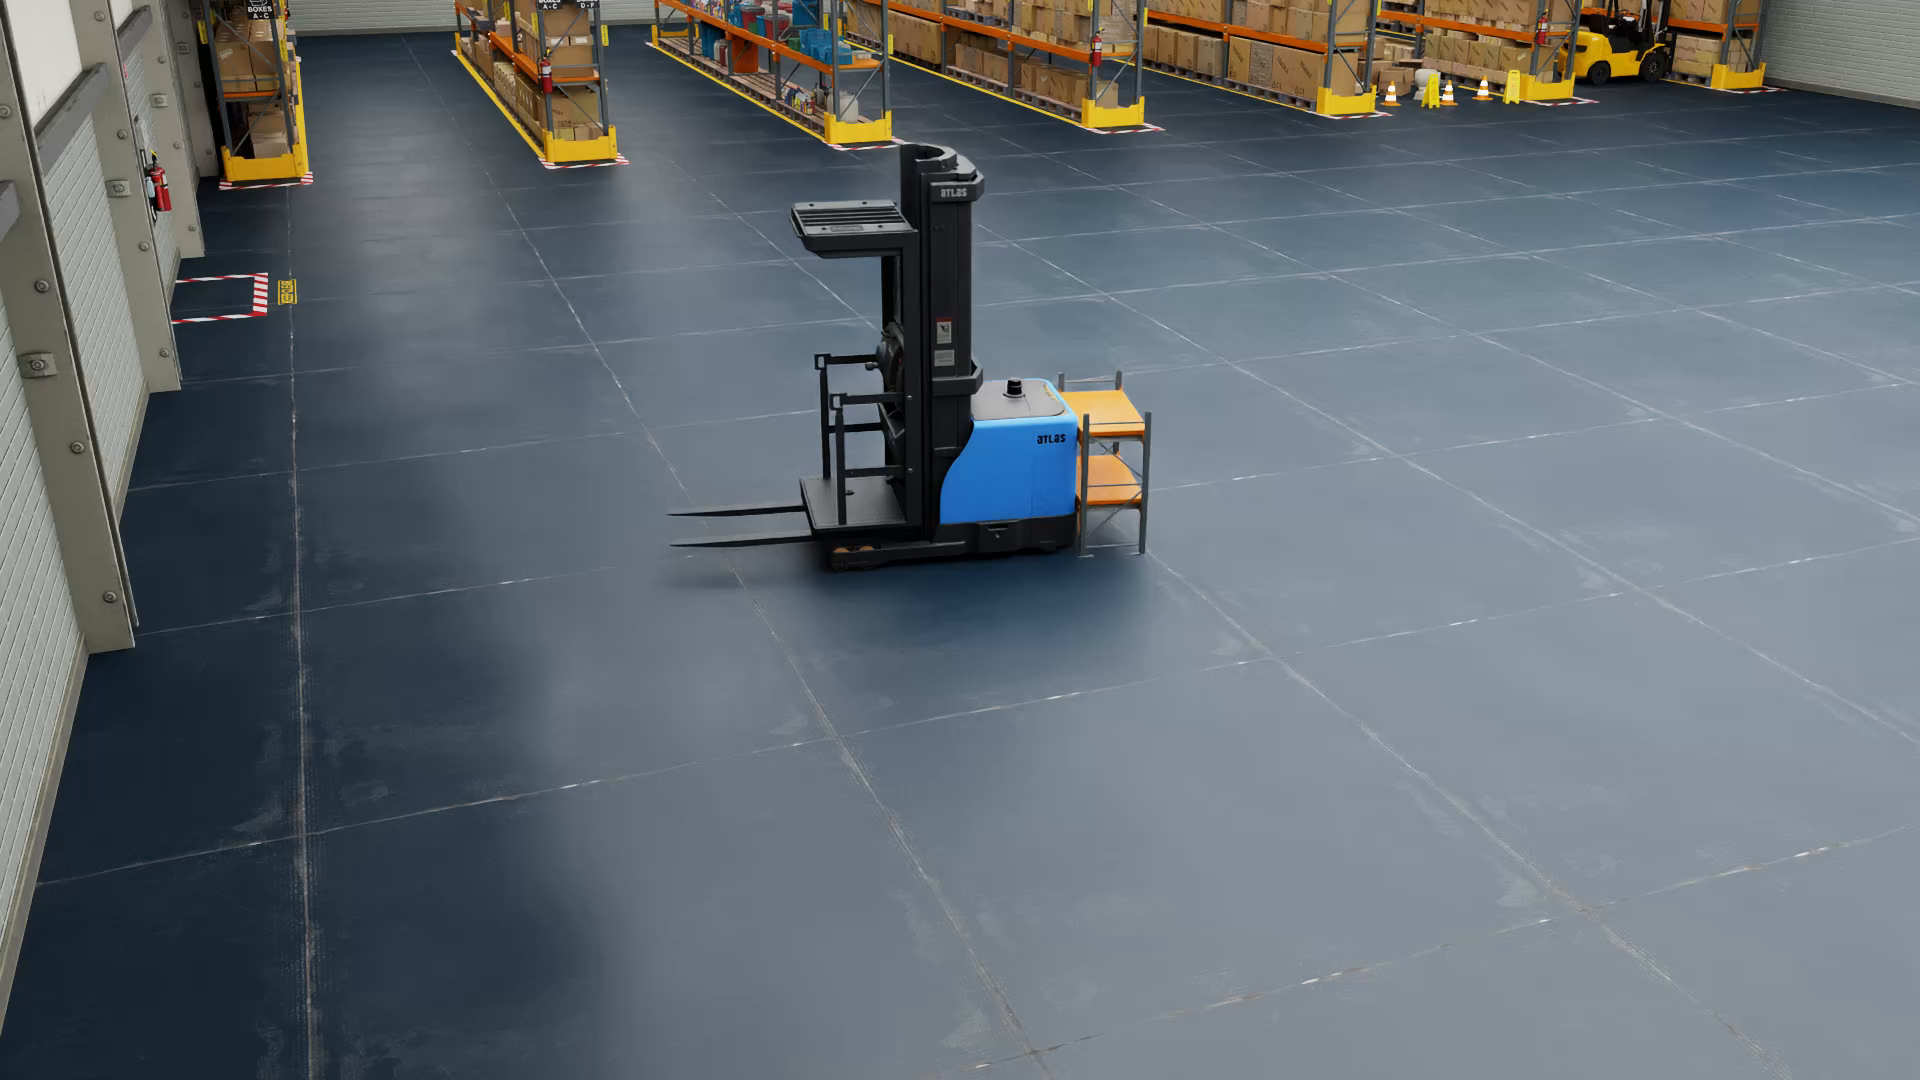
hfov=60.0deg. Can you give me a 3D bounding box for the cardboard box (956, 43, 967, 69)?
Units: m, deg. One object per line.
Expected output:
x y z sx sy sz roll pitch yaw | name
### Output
0.324 -10.880 37.353 0.700 0.500 0.500 -10 25 -22 | cardboard box

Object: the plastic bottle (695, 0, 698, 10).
-6.042 -12.433 38.546 0.152 0.276 0.135 -8 24 -19 | plastic bottle

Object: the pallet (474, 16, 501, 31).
-9.506 -10.860 34.901 1.213 0.211 1.003 -8 24 -19 | pallet

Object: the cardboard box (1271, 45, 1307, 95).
6.956 -9.578 33.807 0.875 0.875 0.875 -9 24 -20 | cardboard box

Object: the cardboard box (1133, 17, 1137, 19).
4.069 -12.495 40.246 0.500 0.250 0.500 -8 24 -18 | cardboard box

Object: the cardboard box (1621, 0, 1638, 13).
15.507 -12.320 37.990 0.500 0.500 0.500 -8 24 -18 | cardboard box

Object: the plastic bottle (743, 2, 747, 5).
-4.839 -11.998 37.520 0.097 0.271 0.097 0 23 0 | plastic bottle

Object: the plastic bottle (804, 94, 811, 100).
-2.909 -8.340 31.617 0.152 0.276 0.135 -8 24 -19 | plastic bottle

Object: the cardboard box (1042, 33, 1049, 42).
1.818 -9.838 32.553 0.380 0.149 0.250 -8 24 -19 | cardboard box

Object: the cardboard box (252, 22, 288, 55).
-11.783 -8.553 28.383 0.500 0.500 0.500 -8 24 -19 | cardboard box

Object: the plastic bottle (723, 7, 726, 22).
-5.107 -11.425 36.144 0.061 0.283 0.133 -8 24 -19 | plastic bottle

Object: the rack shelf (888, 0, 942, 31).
-0.638 -12.465 39.388 1.077 0.370 4.000 -8 24 -19 | rack shelf

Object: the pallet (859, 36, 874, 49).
-1.975 -12.969 43.249 1.003 0.211 1.213 -8 24 -19 | pallet

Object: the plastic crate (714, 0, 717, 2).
-6.009 -12.938 39.847 0.396 0.136 0.243 -8 24 -19 | plastic crate

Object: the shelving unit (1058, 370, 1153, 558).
1.080 -0.599 12.723 0.538 1.125 1.048 -3 23 -7 | shelving unit

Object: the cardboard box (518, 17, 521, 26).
-7.874 -9.479 30.414 0.380 0.149 0.250 -8 24 -19 | cardboard box

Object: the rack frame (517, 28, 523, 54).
-7.791 -9.258 30.853 0.949 2.616 0.053 -8 24 -19 | rack frame

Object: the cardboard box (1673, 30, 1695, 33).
16.294 -11.344 37.515 0.500 0.250 0.500 -9 24 -20 | cardboard box

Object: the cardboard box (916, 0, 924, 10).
-0.695 -12.631 38.728 0.500 0.500 0.500 -9 25 -21 | cardboard box

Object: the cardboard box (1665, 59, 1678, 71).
16.011 -10.624 37.093 0.500 0.250 0.500 -8 24 -18 | cardboard box

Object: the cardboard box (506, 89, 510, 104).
-8.563 -8.666 32.447 0.500 0.250 0.500 -8 24 -18 | cardboard box

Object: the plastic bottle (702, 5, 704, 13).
-5.829 -12.149 37.969 0.097 0.201 0.097 0 23 0 | plastic bottle

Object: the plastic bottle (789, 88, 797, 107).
-3.189 -8.500 31.899 0.144 0.351 0.185 -9 25 -21 | plastic bottle

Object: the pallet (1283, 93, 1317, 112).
7.215 -8.801 33.360 1.003 0.211 1.213 -8 24 -19 | pallet

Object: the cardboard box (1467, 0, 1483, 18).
11.208 -11.417 35.463 0.500 0.500 0.500 -8 24 -18 | cardboard box

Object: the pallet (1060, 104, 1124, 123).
2.614 -8.205 31.946 1.003 0.211 1.213 -8 24 -19 | pallet

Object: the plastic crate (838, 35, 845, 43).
-2.507 -9.503 31.627 0.499 0.251 0.616 -8 24 -19 | plastic crate

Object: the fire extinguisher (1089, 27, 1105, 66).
2.504 -9.022 30.394 0.296 0.674 0.183 -8 24 -19 | fire extinguisher

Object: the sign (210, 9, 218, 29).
-12.939 -9.033 28.830 0.100 0.325 0.005 -8 24 -19 | sign

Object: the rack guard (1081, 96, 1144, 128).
2.868 -8.039 31.178 1.175 0.500 0.348 -8 24 -19 | rack guard

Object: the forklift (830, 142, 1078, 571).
-0.688 -1.345 12.166 3.031 2.935 1.130 -4 23 -10 | forklift

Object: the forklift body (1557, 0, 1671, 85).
14.431 -11.252 36.678 2.313 2.155 1.214 -8 24 -19 | forklift body

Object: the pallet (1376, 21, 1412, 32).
12.327 -14.530 46.952 1.003 0.211 1.213 -8 24 -19 | pallet

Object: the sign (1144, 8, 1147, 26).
3.402 -9.636 30.636 0.100 0.325 0.005 -8 24 -19 | sign

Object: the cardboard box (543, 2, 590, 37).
-6.546 -8.639 27.587 0.700 0.500 0.500 -8 24 -19 | cardboard box

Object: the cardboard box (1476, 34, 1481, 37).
11.394 -10.885 36.748 0.500 0.500 0.500 -8 24 -18 | cardboard box

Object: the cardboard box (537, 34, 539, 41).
-6.959 -8.542 28.191 0.380 0.149 0.250 -8 24 -18 | cardboard box

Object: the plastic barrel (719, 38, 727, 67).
-5.153 -11.058 37.688 0.600 0.588 0.708 -8 24 -19 | plastic barrel

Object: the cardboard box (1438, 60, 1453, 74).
10.907 -10.459 36.701 0.500 0.250 0.500 -7 24 -16 | cardboard box

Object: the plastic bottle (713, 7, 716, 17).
-5.453 -11.763 37.052 0.097 0.201 0.097 0 23 0 | plastic bottle

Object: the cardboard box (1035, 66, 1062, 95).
1.795 -9.300 33.631 0.500 0.500 0.500 -1 23 -2 | cardboard box

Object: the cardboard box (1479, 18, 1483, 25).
11.311 -11.071 35.479 0.380 0.149 0.250 -8 24 -19 | cardboard box

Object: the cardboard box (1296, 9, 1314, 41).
7.182 -10.201 32.898 0.875 0.550 0.550 -8 24 -19 | cardboard box

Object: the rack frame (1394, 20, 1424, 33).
12.569 -15.565 45.818 1.000 3.000 0.127 -8 24 -19 | rack frame

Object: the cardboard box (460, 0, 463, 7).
-11.580 -12.916 39.403 0.500 0.500 0.500 -8 24 -18 | cardboard box

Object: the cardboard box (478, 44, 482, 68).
-10.472 -10.815 37.198 0.500 0.500 0.500 -8 24 -18 | cardboard box

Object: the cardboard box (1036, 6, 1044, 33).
1.997 -10.273 32.750 0.875 0.500 0.500 -8 24 -19 | cardboard box

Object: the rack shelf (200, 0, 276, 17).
-11.714 -8.901 27.071 1.077 0.370 4.000 -8 24 -19 | rack shelf

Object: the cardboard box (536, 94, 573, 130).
-6.842 -7.231 28.078 0.500 0.500 0.500 -8 24 -19 | cardboard box
